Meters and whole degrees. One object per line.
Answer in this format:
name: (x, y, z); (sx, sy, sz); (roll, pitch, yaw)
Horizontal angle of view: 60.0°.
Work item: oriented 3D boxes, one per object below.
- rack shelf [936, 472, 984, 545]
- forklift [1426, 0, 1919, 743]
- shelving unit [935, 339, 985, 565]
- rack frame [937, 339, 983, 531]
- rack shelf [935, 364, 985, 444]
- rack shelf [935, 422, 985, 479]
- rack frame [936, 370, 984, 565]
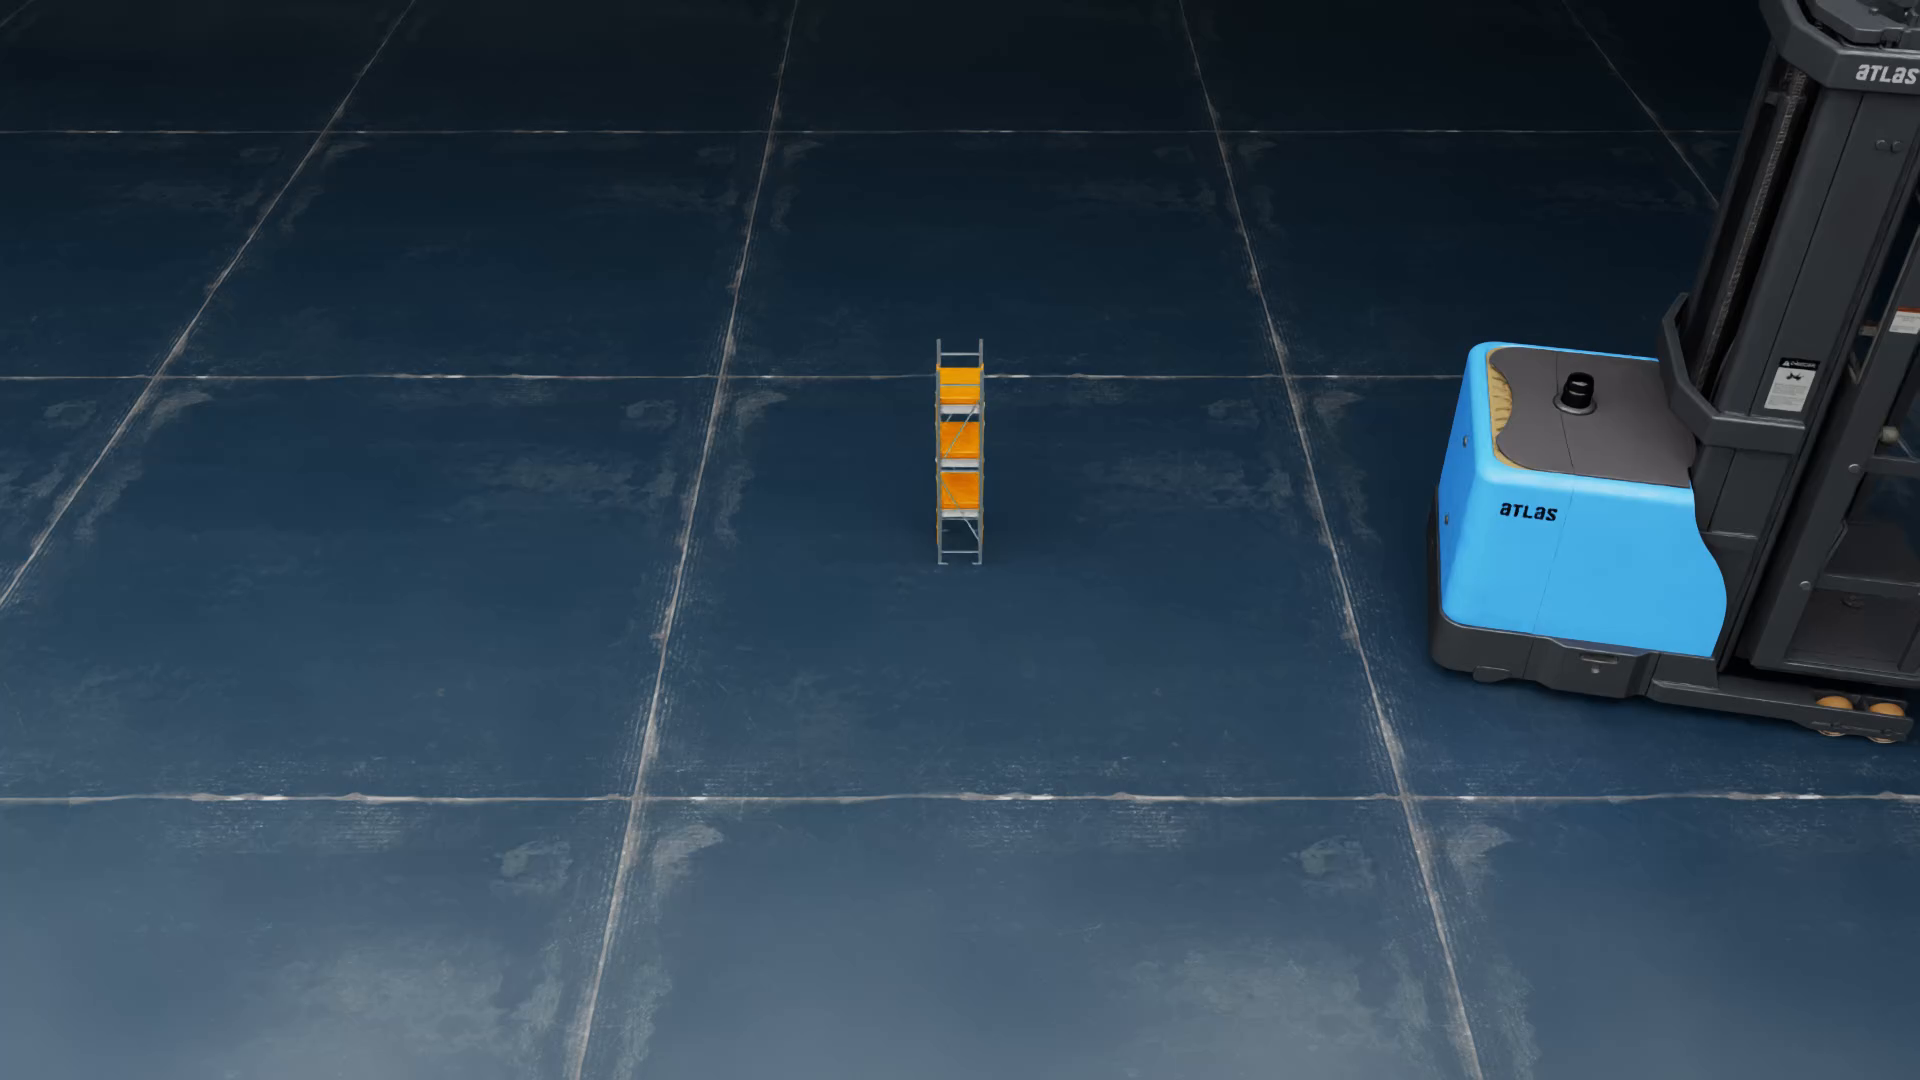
rack shelf: (0.000, -0.151, 7.560); (0.215, 0.259, 0.240); (0, 39, 0)
forklift: (3.556, -0.686, 6.263); (3.031, 2.935, 1.130); (7, 39, 9)
shelving unit: (0.000, -0.376, 7.380); (0.215, 1.050, 0.252); (0, 39, 0)
rack frame: (0.000, -0.453, 7.475); (0.200, 1.050, 0.008); (0, 39, 0)
rack shelf: (0.000, -0.589, 7.209); (0.215, 0.259, 0.240); (0, 39, 0)
rack shelf: (0.000, -0.368, 7.387); (0.215, 0.259, 0.240); (0, 39, 0)
rack frame: (0.000, -0.300, 7.285); (0.200, 1.050, 0.008); (0, 39, 0)
